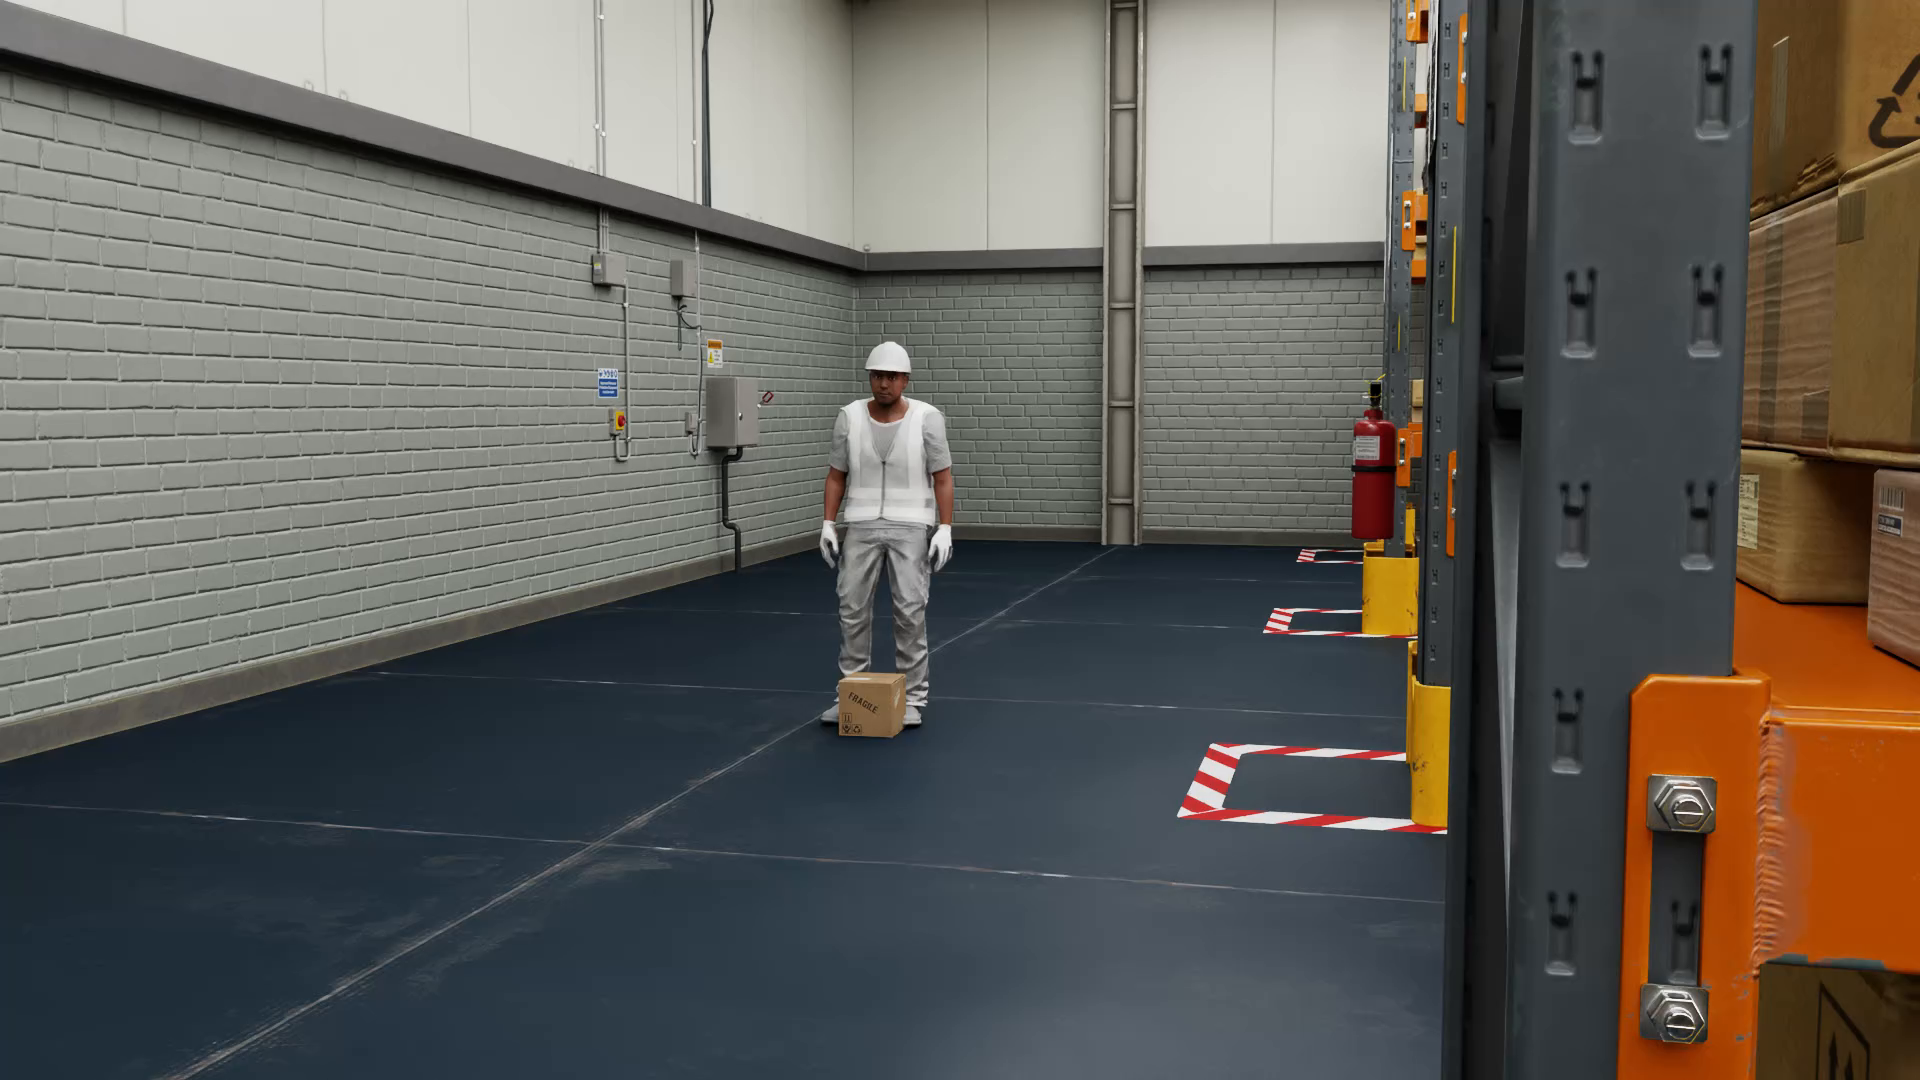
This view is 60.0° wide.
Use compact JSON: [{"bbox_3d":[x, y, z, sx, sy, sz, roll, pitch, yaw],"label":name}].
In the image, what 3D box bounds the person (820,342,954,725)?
[{"bbox_3d":[-0.342,-0.028,7.735,0.625,1.773,0.451,1,5,10],"label":"person"}]
